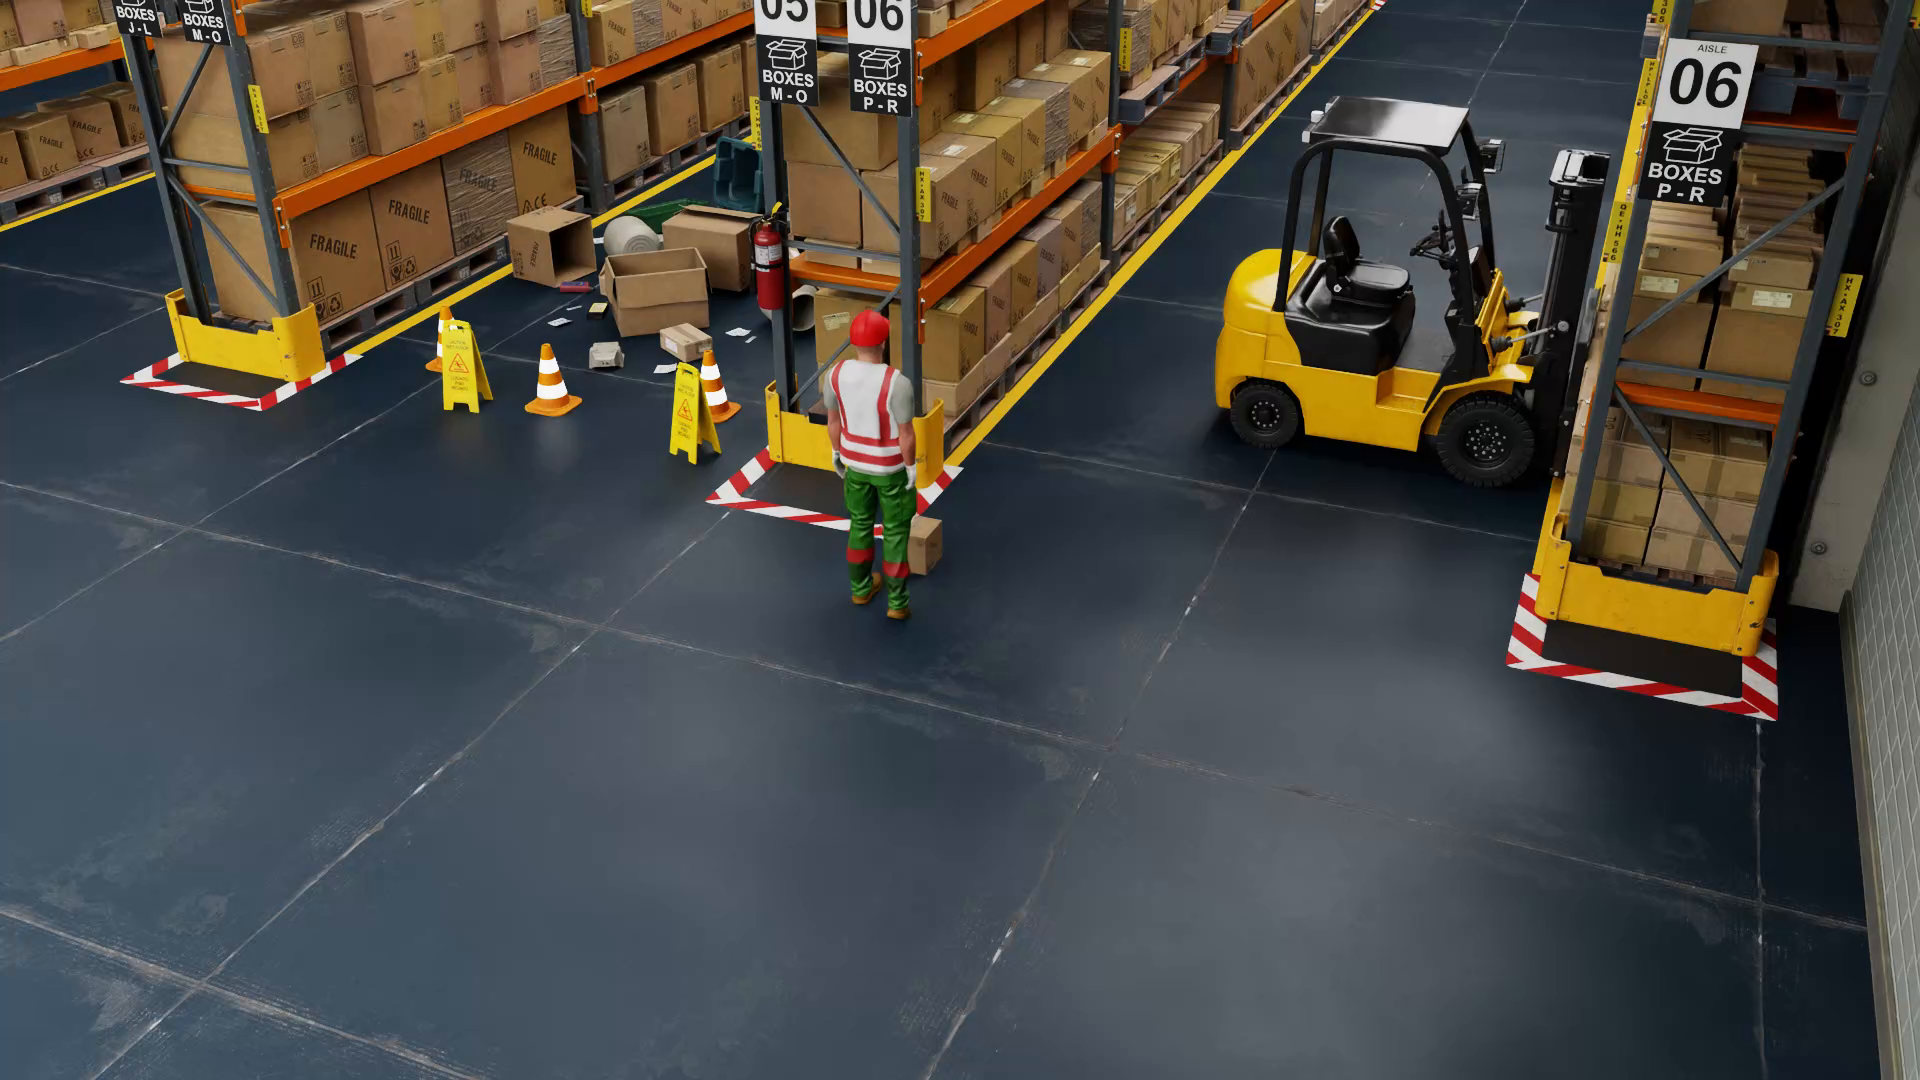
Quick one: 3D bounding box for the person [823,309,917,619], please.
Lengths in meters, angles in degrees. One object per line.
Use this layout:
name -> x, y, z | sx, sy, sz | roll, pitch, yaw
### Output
person -> -0.463, -0.411, 9.163 | 0.530, 1.843, 0.384 | 12, 31, 20
